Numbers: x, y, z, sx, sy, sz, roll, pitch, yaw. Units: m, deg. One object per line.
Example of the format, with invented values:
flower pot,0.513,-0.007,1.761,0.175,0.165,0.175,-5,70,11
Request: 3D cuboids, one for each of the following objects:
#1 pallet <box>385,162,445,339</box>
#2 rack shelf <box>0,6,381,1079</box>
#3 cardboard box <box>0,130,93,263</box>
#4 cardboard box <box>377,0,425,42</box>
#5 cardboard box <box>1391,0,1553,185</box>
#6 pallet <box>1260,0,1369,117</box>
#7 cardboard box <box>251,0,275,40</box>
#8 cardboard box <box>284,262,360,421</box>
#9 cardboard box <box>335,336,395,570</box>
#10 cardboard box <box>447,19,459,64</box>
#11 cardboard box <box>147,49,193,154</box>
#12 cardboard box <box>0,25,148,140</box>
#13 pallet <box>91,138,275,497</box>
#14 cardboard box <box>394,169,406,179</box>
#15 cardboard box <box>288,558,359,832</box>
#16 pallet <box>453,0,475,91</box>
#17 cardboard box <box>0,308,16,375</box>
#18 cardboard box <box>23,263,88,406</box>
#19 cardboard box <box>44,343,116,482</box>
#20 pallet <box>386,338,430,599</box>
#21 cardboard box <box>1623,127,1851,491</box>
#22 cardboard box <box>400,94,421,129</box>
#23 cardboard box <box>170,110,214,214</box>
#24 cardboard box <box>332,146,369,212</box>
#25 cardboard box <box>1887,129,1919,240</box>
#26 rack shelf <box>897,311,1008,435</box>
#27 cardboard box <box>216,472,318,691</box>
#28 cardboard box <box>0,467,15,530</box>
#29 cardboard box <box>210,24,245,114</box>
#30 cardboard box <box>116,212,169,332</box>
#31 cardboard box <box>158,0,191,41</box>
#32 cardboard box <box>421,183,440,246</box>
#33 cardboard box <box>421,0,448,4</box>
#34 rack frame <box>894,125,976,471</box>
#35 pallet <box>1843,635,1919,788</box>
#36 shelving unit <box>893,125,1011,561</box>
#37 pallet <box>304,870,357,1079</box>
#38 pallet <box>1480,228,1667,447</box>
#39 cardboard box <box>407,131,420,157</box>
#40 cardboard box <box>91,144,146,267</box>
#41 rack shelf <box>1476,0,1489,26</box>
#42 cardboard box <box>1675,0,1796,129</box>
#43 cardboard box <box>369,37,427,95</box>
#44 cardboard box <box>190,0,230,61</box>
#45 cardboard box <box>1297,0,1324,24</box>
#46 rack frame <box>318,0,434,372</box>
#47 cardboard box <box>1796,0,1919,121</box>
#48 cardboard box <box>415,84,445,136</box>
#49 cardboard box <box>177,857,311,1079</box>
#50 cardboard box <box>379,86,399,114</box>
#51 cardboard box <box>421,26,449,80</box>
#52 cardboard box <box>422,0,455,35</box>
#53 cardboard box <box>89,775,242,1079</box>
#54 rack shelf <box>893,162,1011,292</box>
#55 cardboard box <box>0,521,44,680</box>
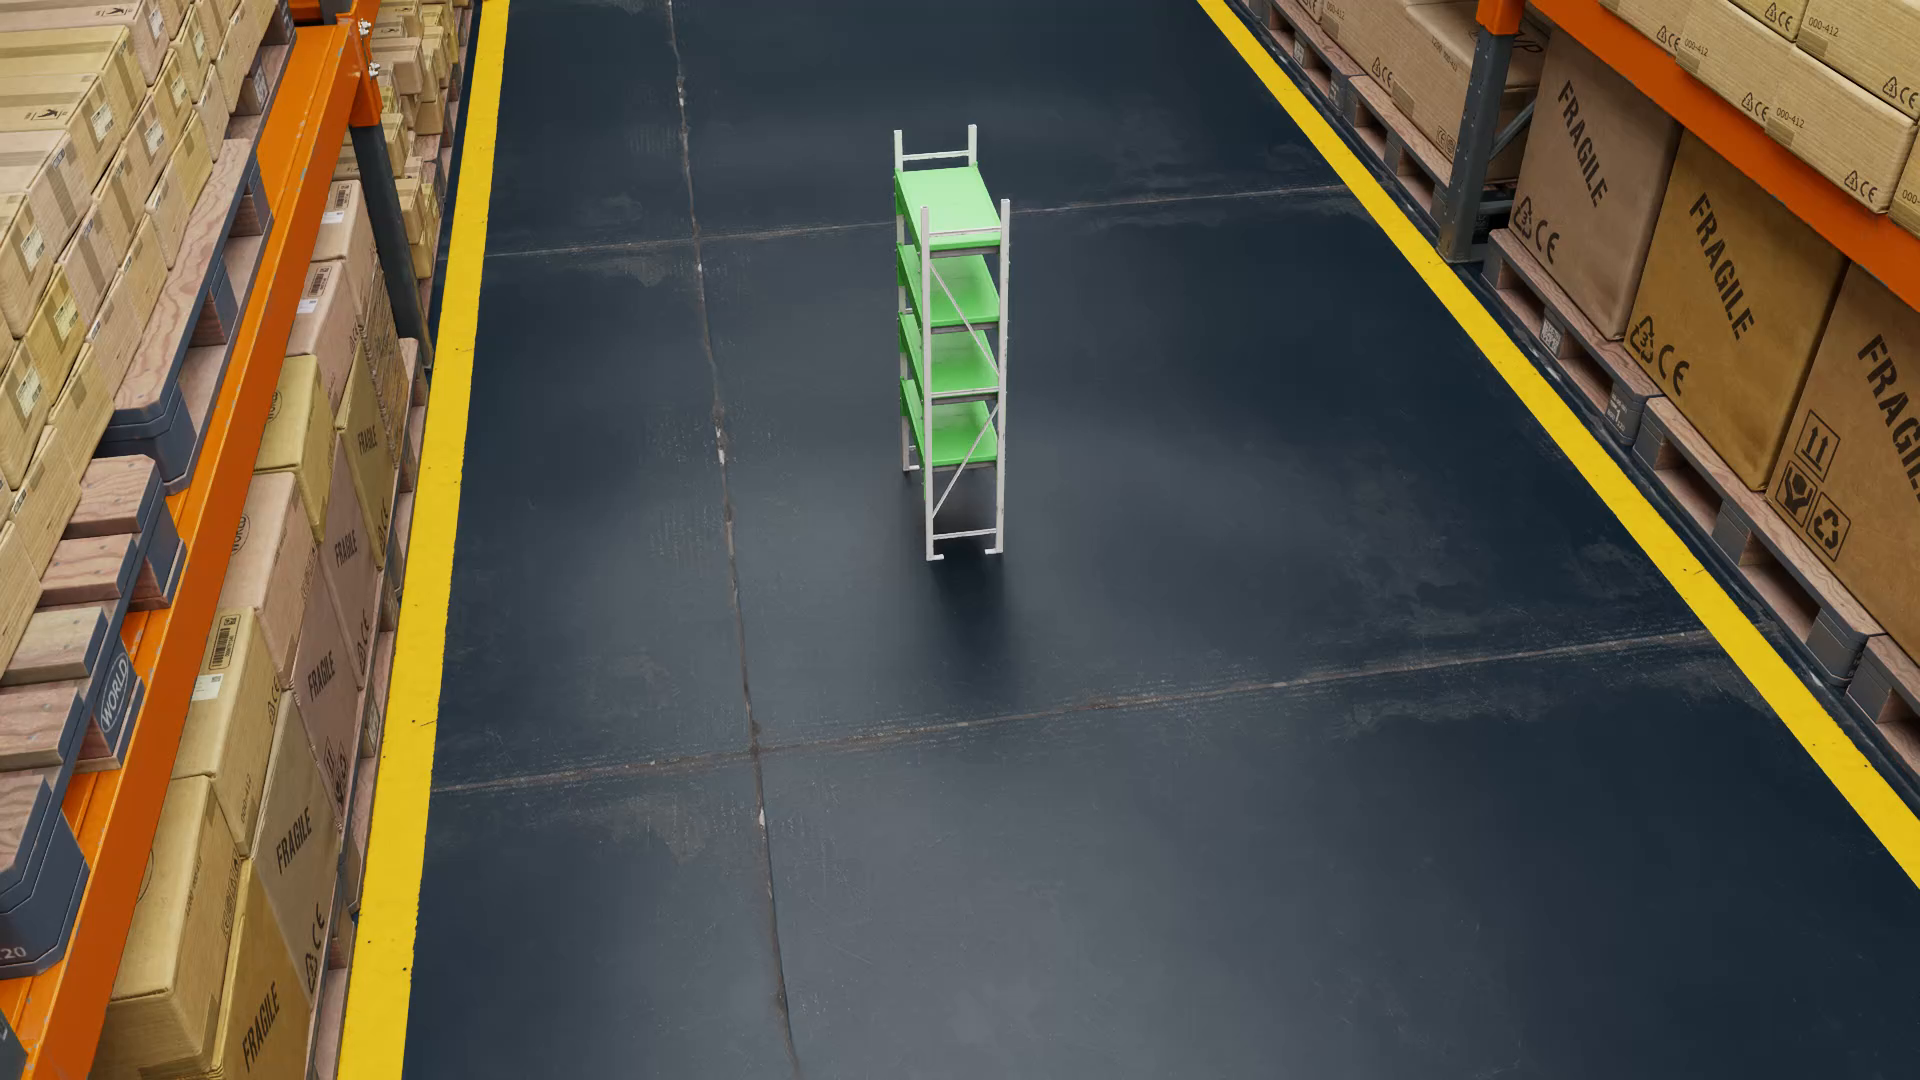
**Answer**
pallet,-2.574,-1.081,6.470,1.003,0.211,1.213,-6,38,-8
rack shelf,-2.071,-0.289,3.763,1.077,0.370,4.000,-6,38,-8
cardboard box,-1.794,-0.600,2.955,0.380,0.149,0.250,-5,38,-6
cardboard box,-2.526,-2.233,7.176,0.380,0.149,0.250,-6,38,-8
cardboard box,2.430,-1.919,7.021,0.875,0.438,0.875,-7,38,-9
pallet,2.161,-2.479,8.269,1.003,0.211,1.213,-6,38,-8
cardboard box,-2.110,-1.472,4.562,0.380,0.149,0.250,-6,38,-8
cardboard box,-1.965,-0.521,4.560,0.500,0.250,0.500,-5,38,-6
cardboard box,-1.954,-0.230,4.796,0.500,0.500,0.500,-7,38,-9
cardboard box,-2.556,-2.333,7.790,0.380,0.149,0.250,-8,39,-10
cardboard box,-1.922,-0.950,3.648,0.380,0.149,0.250,-6,38,-8
cardboard box,-1.882,-0.911,3.355,0.380,0.149,0.250,-7,38,-9
pallet,-2.107,-0.480,3.580,1.003,0.211,1.213,-6,38,-8
cardboard box,-2.302,-1.335,6.262,0.380,0.149,0.250,-6,38,-8
cardboard box,-1.779,0.389,4.000,0.500,0.500,0.500,-7,38,-9
pallet,-3.002,-2.555,8.367,1.003,0.211,1.213,-6,38,-8
cardboard box,-1.699,-0.277,2.539,0.380,0.149,0.250,-6,38,-8
cardboard box,-1.751,-0.339,2.862,0.380,0.149,0.250,-6,38,-8
cardboard box,-1.743,-0.211,2.939,0.380,0.149,0.250,-5,38,-6
pallet,-2.283,-0.210,5.348,1.003,0.211,1.213,-6,38,-8
cardboard box,2.788,-0.790,5.212,0.875,0.875,0.875,-5,38,-7
cardboard box,-2.450,-1.810,6.874,0.380,0.149,0.250,-5,38,-6
cardboard box,-1.925,-0.842,3.752,0.380,0.149,0.250,-5,38,-6
cardboard box,-2.278,-1.286,5.957,0.380,0.149,0.250,-5,38,-6
cardboard box,2.614,-0.789,3.943,0.500,0.250,0.500,-7,38,-8
rack shelf,-0.029,-0.523,5.050,0.258,0.148,0.480,-6,38,-8
cardboard box,-1.766,0.111,3.746,0.500,0.250,0.500,-6,38,-8
cardboard box,-1.657,-0.026,2.459,0.380,0.149,0.250,-4,38,-6
cardboard box,-2.025,-1.170,4.173,0.380,0.149,0.250,-8,39,-10
cardboard box,-1.834,-0.524,3.342,0.380,0.149,0.250,-6,38,-7
cardboard box,-1.981,-1.235,3.772,0.380,0.149,0.250,-7,38,-9
cardboard box,-2.215,-1.236,6.377,0.380,0.149,0.250,-5,38,-7
cardboard box,-2.537,-2.559,7.596,0.380,0.149,0.250,-5,38,-6
rack frame,-0.072,-0.721,5.200,0.240,1.200,0.015,-6,38,-8
pallet,3.072,0.659,4.230,1.003,0.211,1.213,-6,38,-8
shelving unit,-0.029,-0.574,5.011,0.258,1.200,0.503,-6,38,-8
pallet,-1.855,1.264,3.451,1.003,0.211,1.213,-6,38,-8
pallet,2.644,-0.815,6.127,1.003,0.211,1.213,-6,38,-8
cardboard box,-2.404,-1.529,6.754,0.380,0.149,0.250,-7,38,-9
cardboard box,-1.834,-0.640,3.249,0.380,0.149,0.250,-7,38,-8
rack shelf,2.084,-3.298,7.637,1.077,0.370,4.000,-6,38,-8
cardboard box,2.418,-1.397,4.726,0.500,0.250,0.500,-7,38,-8
cardboard box,-2.393,-1.924,6.778,0.380,0.149,0.250,-5,38,-7
cardboard box,-2.017,-1.272,4.062,0.380,0.149,0.250,-7,38,-9
cardboard box,2.116,-3.005,8.419,0.875,0.438,0.875,-5,38,-7
rack frame,-2.421,-1.781,5.097,1.000,3.000,0.127,-6,38,-8
cardboard box,2.506,-1.292,4.182,0.500,0.250,0.500,-7,38,-9
cardboard box,-2.436,-1.855,7.174,0.380,0.149,0.250,-7,38,-9
cardboard box,-1.593,1.002,3.211,0.500,0.500,0.500,-8,39,-10
cardboard box,-2.360,-1.606,6.369,0.380,0.149,0.250,-7,38,-9
cardboard box,-2.450,-2.121,7.274,0.380,0.149,0.250,-6,38,-7
cardboard box,-2.553,-2.441,7.686,0.380,0.149,0.250,-6,38,-7
cardboard box,-1.602,0.718,2.965,0.500,0.250,0.500,-8,39,-10
rack shelf,-0.029,-0.902,4.755,0.258,0.148,0.480,-6,38,-8
cardboard box,-1.647,0.115,2.520,0.380,0.149,0.250,-4,38,-6
